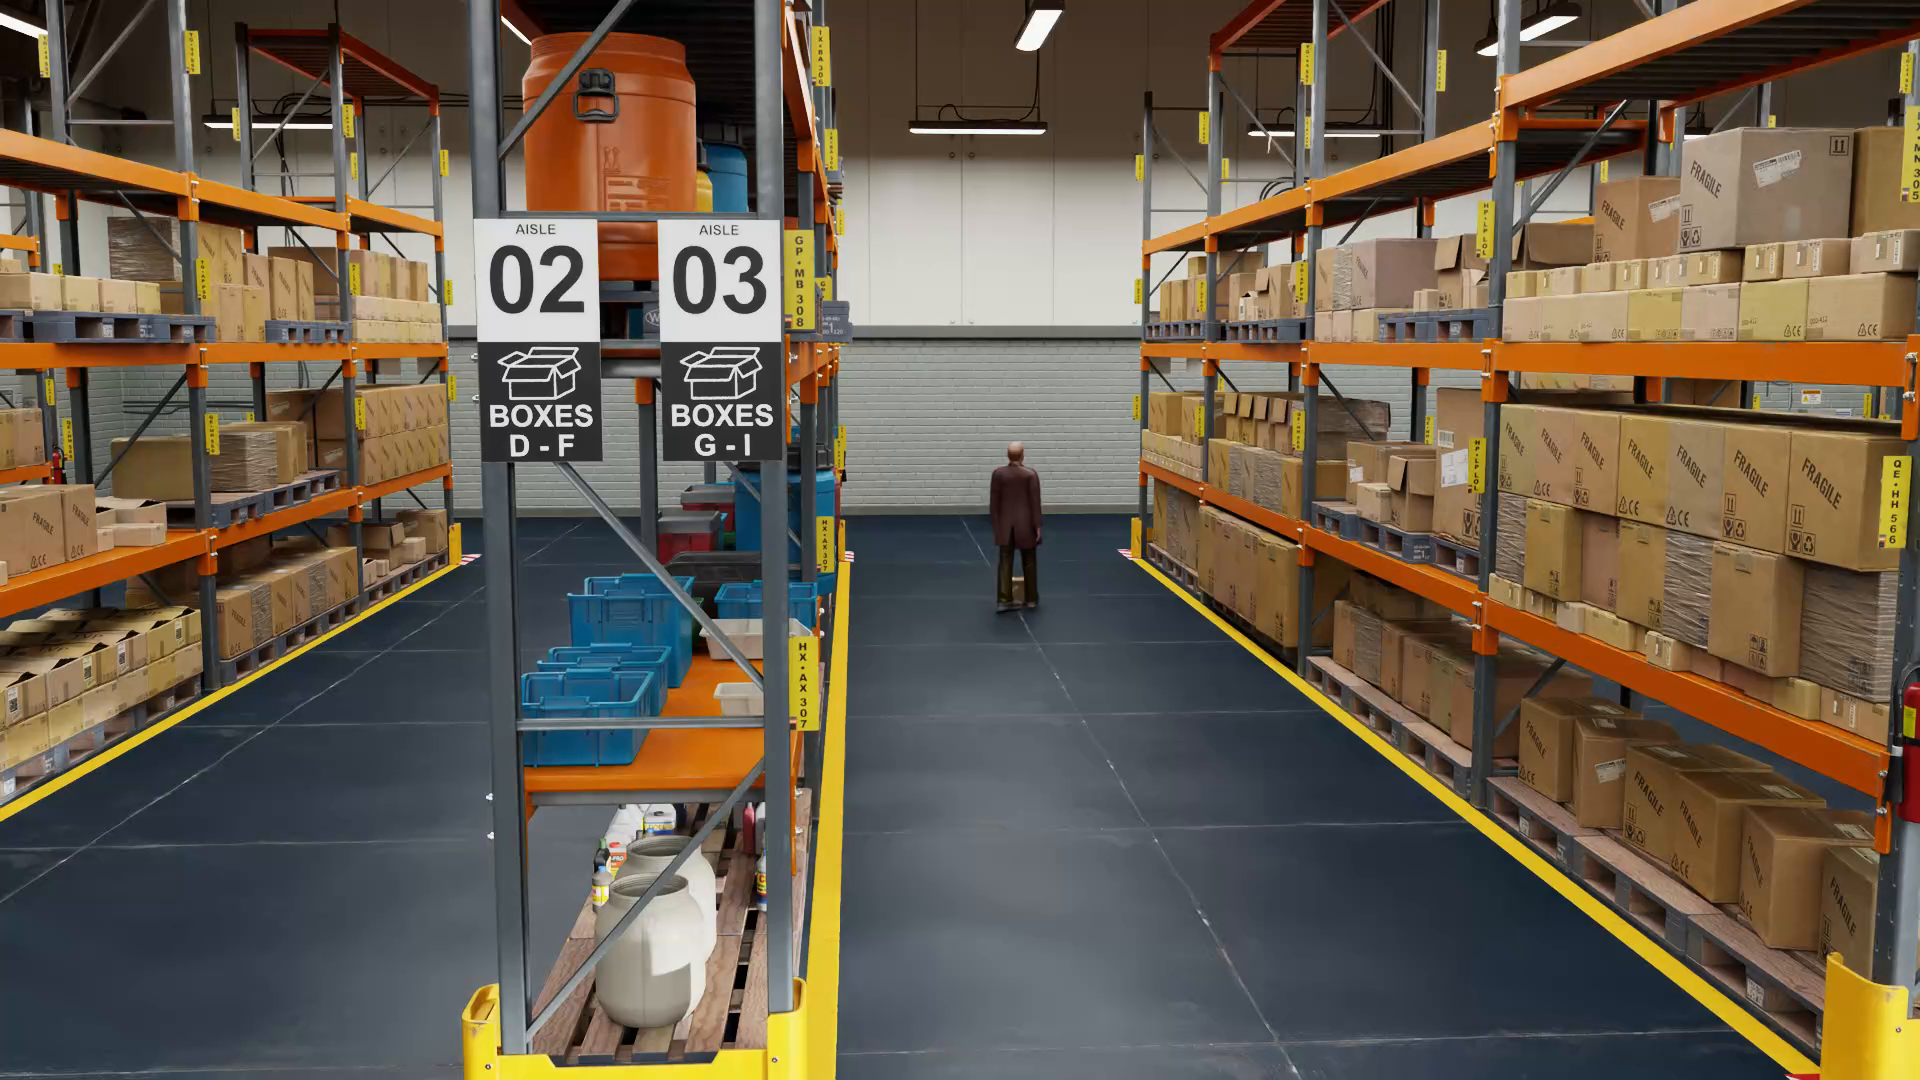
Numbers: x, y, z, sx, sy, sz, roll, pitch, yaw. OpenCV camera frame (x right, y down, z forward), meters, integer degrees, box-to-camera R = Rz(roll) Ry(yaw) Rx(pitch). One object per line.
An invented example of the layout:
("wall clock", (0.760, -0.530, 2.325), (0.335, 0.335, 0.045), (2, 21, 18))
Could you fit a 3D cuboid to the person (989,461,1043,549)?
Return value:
("person", (0.600, -0.375, 17.538), (0.590, 0.930, 0.424), (2, 7, 15))
